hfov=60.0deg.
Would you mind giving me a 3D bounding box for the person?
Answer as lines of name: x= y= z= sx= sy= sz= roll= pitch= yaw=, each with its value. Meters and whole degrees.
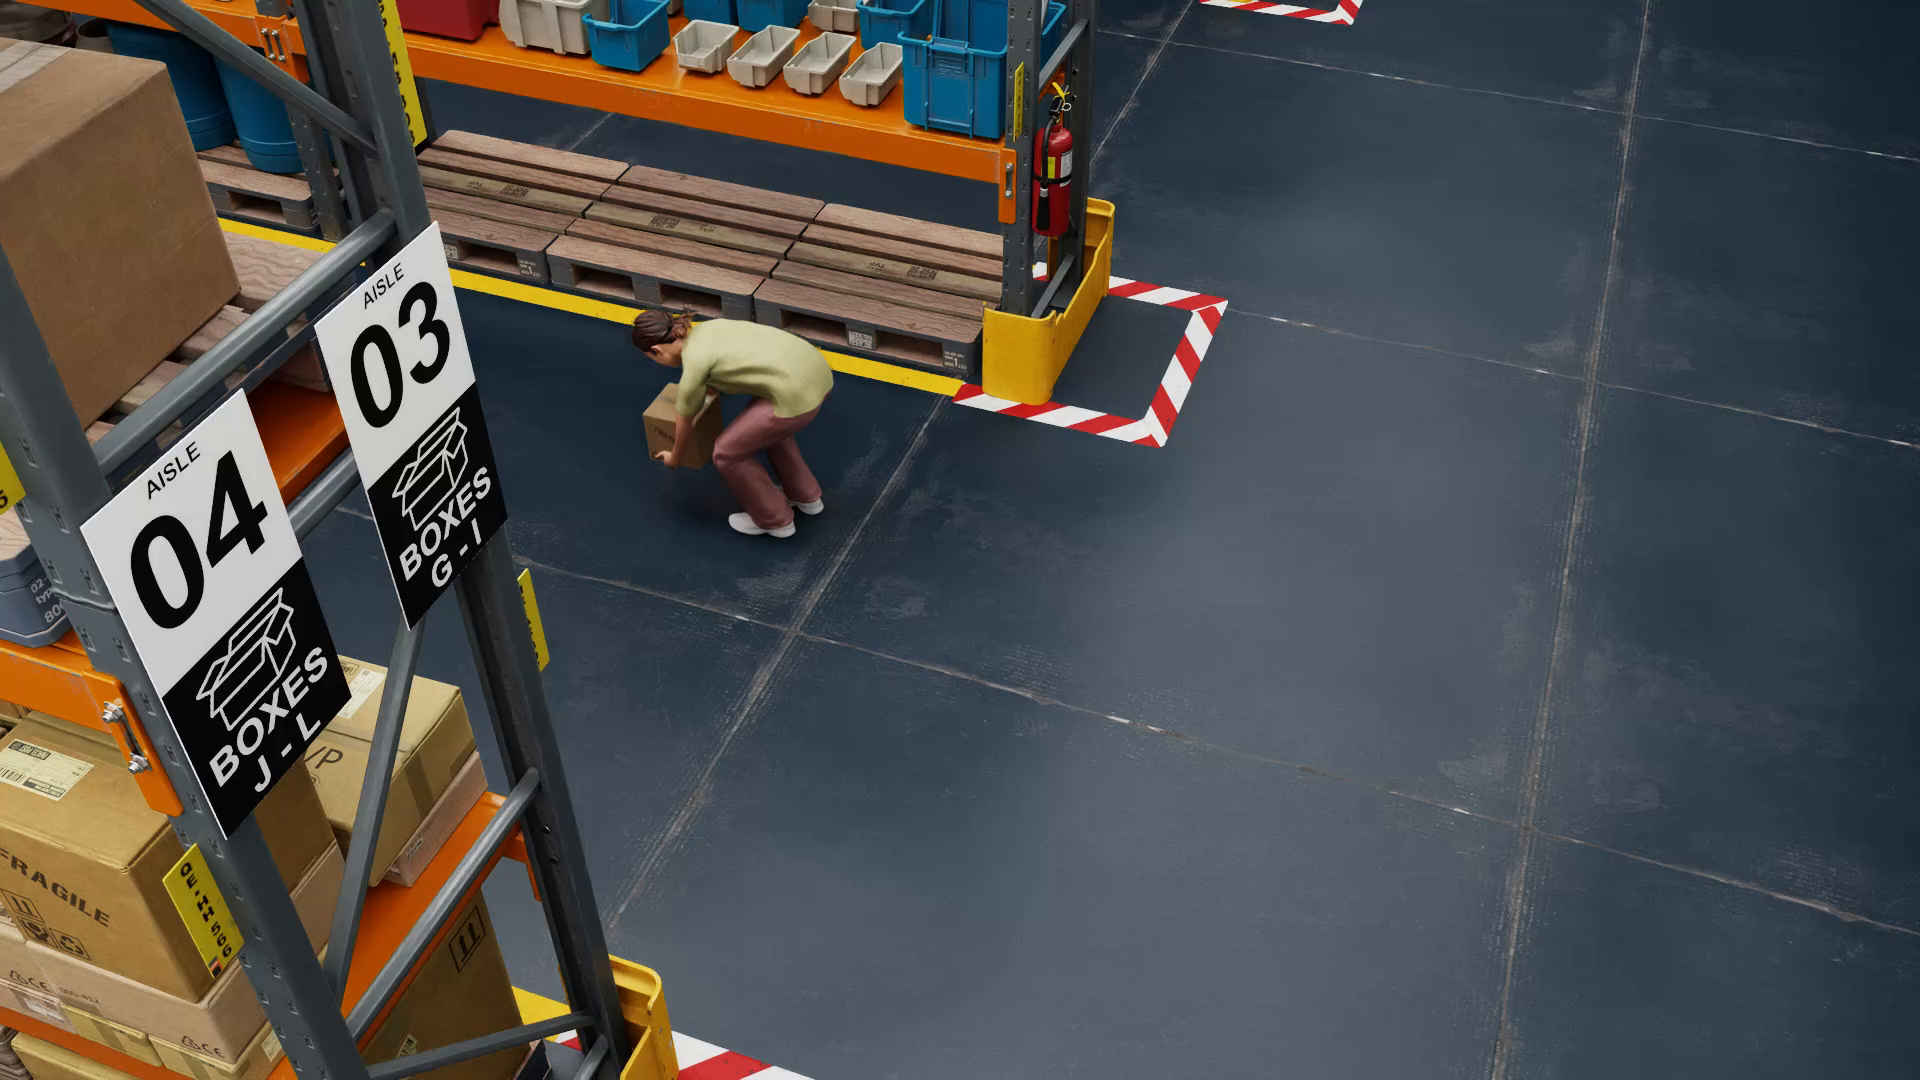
person: x=-0.966 y=-0.524 z=7.219 sx=0.866 sy=1.051 sz=0.452 roll=12 pitch=43 yaw=13
